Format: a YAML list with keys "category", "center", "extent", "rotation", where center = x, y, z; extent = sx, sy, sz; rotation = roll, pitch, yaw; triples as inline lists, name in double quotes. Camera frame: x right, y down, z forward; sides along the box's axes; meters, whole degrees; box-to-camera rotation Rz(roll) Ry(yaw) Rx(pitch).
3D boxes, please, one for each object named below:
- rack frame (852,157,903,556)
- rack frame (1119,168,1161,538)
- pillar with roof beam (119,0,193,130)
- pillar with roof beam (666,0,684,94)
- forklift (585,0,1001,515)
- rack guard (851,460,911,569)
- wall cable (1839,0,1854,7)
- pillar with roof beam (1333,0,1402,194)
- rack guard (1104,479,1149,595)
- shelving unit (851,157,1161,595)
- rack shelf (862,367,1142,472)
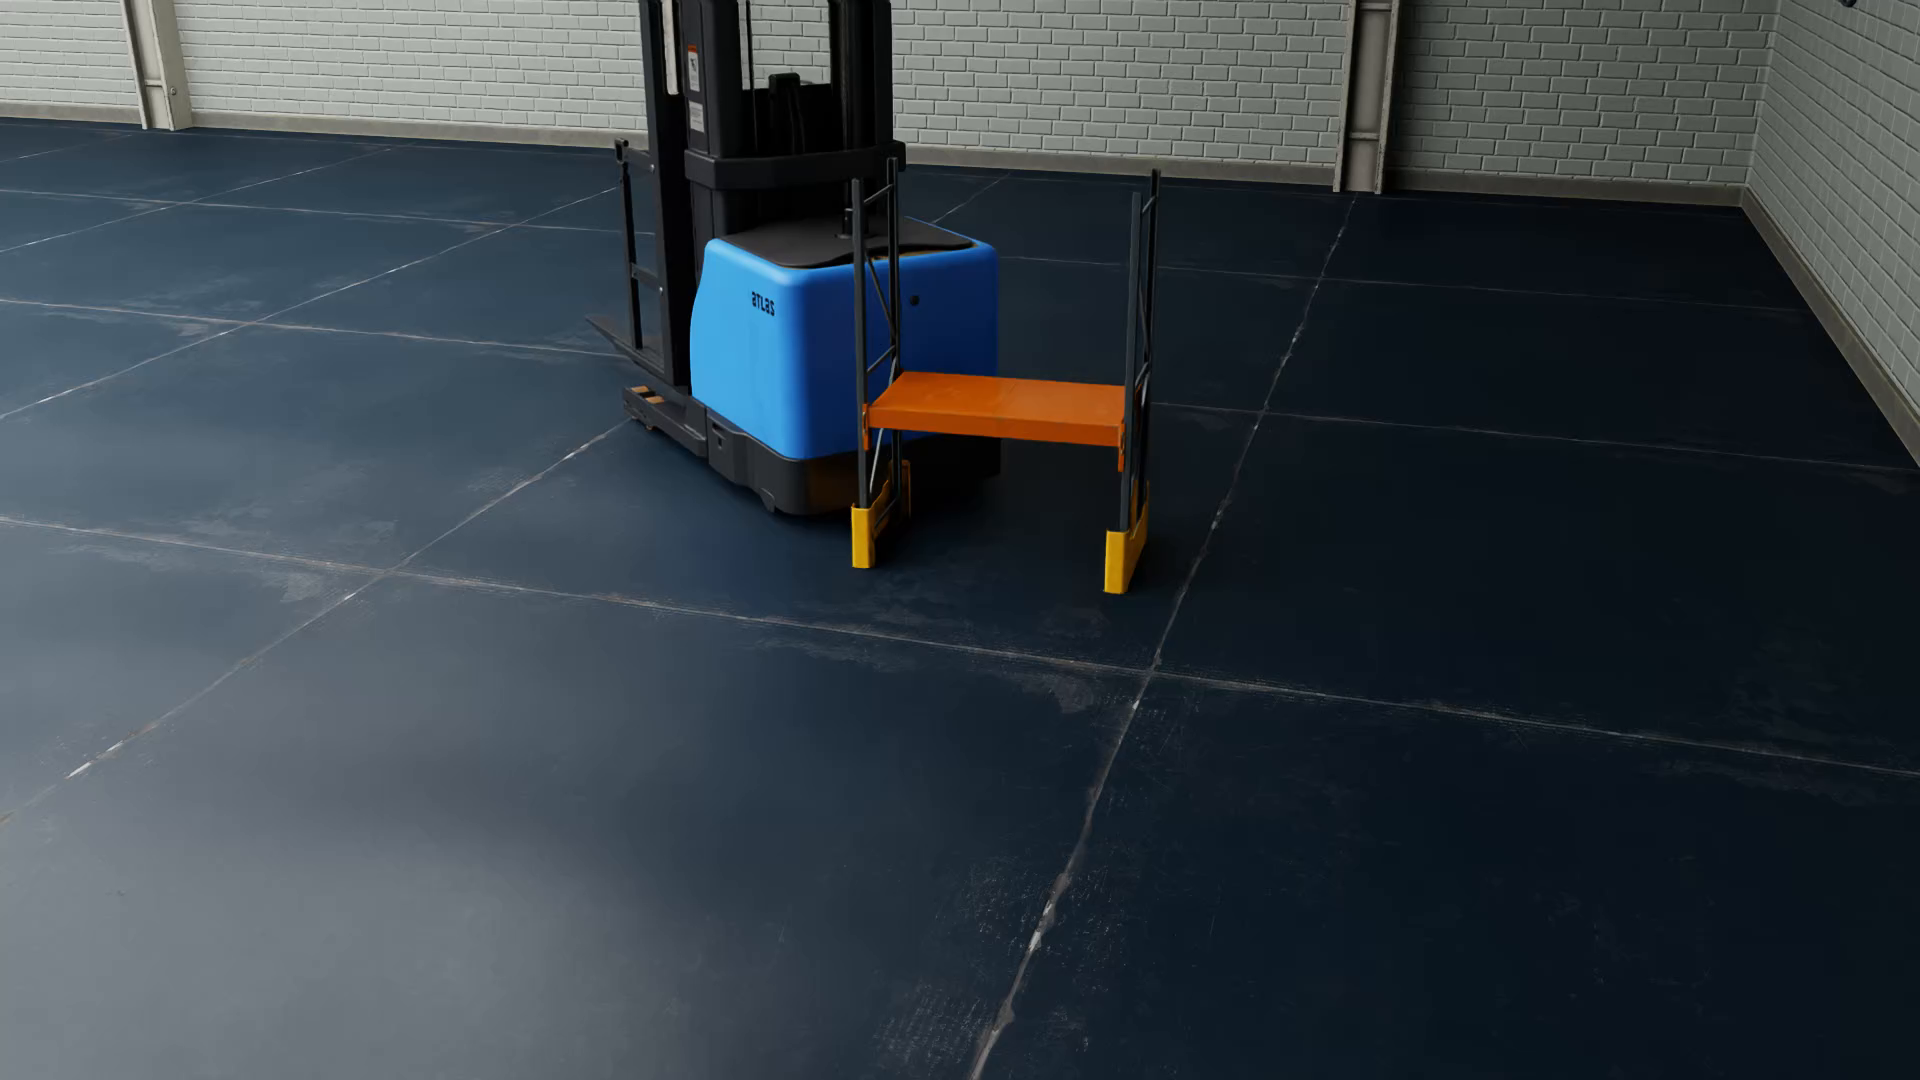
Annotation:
- category: "rack frame"
  center: [-0.315, -0.690, 6.475]
  extent: [0.032, 1.500, 0.500]
  rotation: [5, 23, 13]
- category: "rack frame"
  center: [0.672, -0.596, 6.247]
  extent: [0.032, 1.500, 0.500]
  rotation: [5, 23, 13]
- category: "pillar with roof beam"
  center: [-9.394, -6.849, 11.610]
  extent: [0.400, 9.000, 9.100]
  rotation: [7, 23, 16]
- category: "pillar with roof beam"
  center: [-3.650, -6.191, 10.006]
  extent: [0.400, 9.000, 9.100]
  rotation: [7, 23, 16]
- category: "forklift"
  center: [-1.012, -1.969, 7.708]
  extent: [1.130, 2.935, 3.031]
  rotation: [-13, 26, -28]
- category: "rack guard"
  center: [-0.313, -0.111, 6.712]
  extent: [0.087, 0.250, 0.587]
  rotation: [5, 23, 13]
- category: "wall cable"
  center: [5.777, -4.858, 10.847]
  extent: [0.112, 2.526, 3.097]
  rotation: [7, 23, 16]
- category: "pillar with roof beam"
  center: [2.095, -5.534, 8.403]
  extent: [0.400, 9.000, 9.100]
  rotation: [7, 23, 16]
- category: "rack guard"
  center: [0.653, -0.020, 6.488]
  extent: [0.087, 0.250, 0.587]
  rotation: [5, 23, 13]
- category: "shelving unit"
  center: [0.170, -0.644, 6.363]
  extent: [1.083, 1.500, 0.587]
  rotation: [5, 23, 13]
- category: "rack shelf"
  center: [0.179, -0.476, 6.429]
  extent: [1.000, 0.185, 0.538]
  rotation: [5, 23, 13]
